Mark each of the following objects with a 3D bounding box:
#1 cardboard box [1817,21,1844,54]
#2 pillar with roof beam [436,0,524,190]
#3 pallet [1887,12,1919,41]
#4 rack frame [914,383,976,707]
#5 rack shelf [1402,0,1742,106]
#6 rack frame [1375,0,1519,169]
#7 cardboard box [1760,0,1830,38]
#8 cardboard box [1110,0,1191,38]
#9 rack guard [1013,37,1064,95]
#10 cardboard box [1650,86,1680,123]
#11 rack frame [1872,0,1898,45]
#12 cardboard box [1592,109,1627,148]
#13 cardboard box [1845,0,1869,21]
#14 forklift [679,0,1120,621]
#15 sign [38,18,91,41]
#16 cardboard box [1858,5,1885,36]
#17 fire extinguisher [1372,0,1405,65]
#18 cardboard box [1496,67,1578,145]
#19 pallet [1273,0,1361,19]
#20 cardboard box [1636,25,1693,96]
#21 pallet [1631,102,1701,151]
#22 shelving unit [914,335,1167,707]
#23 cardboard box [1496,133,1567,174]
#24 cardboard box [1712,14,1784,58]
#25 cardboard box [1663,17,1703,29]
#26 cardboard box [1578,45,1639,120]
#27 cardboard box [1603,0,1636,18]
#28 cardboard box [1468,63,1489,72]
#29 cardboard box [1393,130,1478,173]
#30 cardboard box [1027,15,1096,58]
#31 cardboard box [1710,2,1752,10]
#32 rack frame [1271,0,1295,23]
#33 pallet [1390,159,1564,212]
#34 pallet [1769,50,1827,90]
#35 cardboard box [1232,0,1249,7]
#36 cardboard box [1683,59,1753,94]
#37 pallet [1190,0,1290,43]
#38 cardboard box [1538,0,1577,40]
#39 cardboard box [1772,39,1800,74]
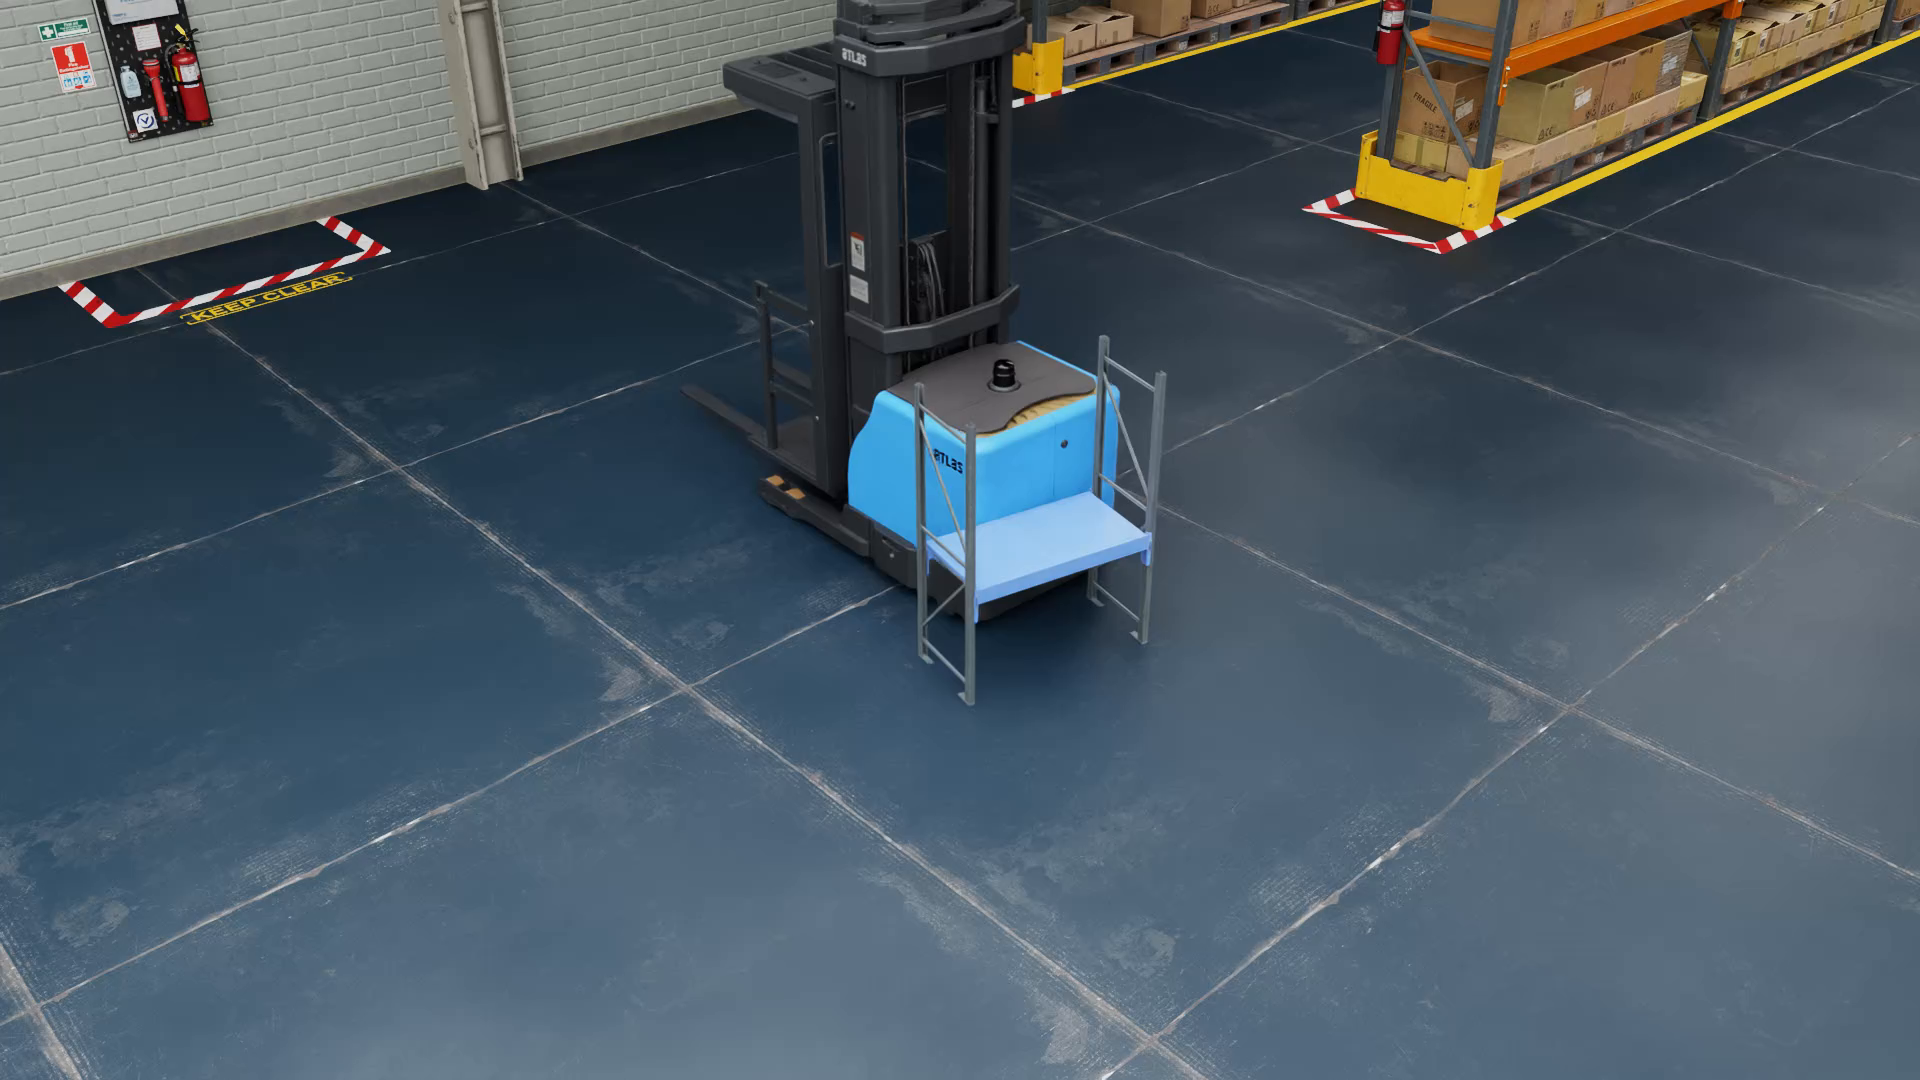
[{"bbox_3d":[8.739,-5.234,17.168,0.500,0.250,0.500,-25,39,-34],"label":"cardboard box"},{"bbox_3d":[-1.079,-5.289,9.274,0.400,9.000,9.100,-26,40,-35],"label":"pillar with roof beam"},{"bbox_3d":[10.278,-5.930,18.746,1.213,0.211,1.003,-26,40,-35],"label":"pallet"},{"bbox_3d":[-0.069,0.042,7.744,0.032,1.500,0.500,-17,35,-26],"label":"rack frame"},{"bbox_3d":[5.305,-4.434,14.316,4.000,0.370,1.077,-26,40,-35],"label":"rack shelf"},{"bbox_3d":[3.839,-4.032,12.968,0.127,3.000,1.000,-26,40,-35],"label":"rack frame"},{"bbox_3d":[8.371,-5.293,16.727,0.500,0.311,0.500,-25,39,-34],"label":"cardboard box"},{"bbox_3d":[2.027,-5.701,17.673,0.700,0.500,0.500,26,40,36],"label":"cardboard box"},{"bbox_3d":[0.524,-4.886,16.761,0.348,0.500,1.175,-26,40,-35],"label":"rack guard"},{"bbox_3d":[6.207,-4.035,15.207,0.500,0.250,0.500,-26,40,-35],"label":"cardboard box"},{"bbox_3d":[9.705,-6.870,17.609,0.127,3.000,1.000,-26,40,-35],"label":"rack frame"},{"bbox_3d":[5.484,-3.675,14.617,0.500,0.250,0.500,-26,40,-35],"label":"cardboard box"},{"bbox_3d":[9.112,-5.648,17.307,0.500,0.311,0.500,-27,40,-36],"label":"cardboard box"},{"bbox_3d":[-0.511,-1.531,8.945,1.130,2.935,3.031,-24,39,-34],"label":"forklift"},{"bbox_3d":[-6.311,-3.598,11.716,0.331,0.109,0.001,-26,40,-35],"label":"sign"},{"bbox_3d":[9.485,-5.596,17.759,0.500,0.250,0.500,-25,39,-34],"label":"cardboard box"},{"bbox_3d":[3.436,-4.135,13.211,0.183,0.674,0.296,-26,40,-35],"label":"fire extinguisher"},{"bbox_3d":[4.749,-3.641,13.844,0.500,0.500,0.500,-26,40,-35],"label":"cardboard box"},{"bbox_3d":[3.971,-6.432,19.566,1.213,0.211,1.003,-26,40,-35],"label":"pallet"},{"bbox_3d":[6.206,-4.356,15.012,0.500,0.500,0.500,-26,40,-35],"label":"cardboard box"},{"bbox_3d":[6.160,-3.995,15.581,1.213,0.211,1.003,-26,40,-35],"label":"pallet"},{"bbox_3d":[0.369,-0.093,7.964,1.048,1.500,0.538,-17,35,-26],"label":"shelving unit"},{"bbox_3d":[4.748,-3.322,14.040,0.500,0.250,0.500,-26,40,-35],"label":"cardboard box"},{"bbox_3d":[7.615,-4.923,16.121,0.500,0.311,0.500,-26,40,-36],"label":"cardboard box"},{"bbox_3d":[6.874,-4.949,16.164,0.500,0.311,0.500,-26,40,-35],"label":"cardboard box"},{"bbox_3d":[5.485,-3.994,14.421,0.500,0.500,0.500,-26,40,-35],"label":"cardboard box"},{"bbox_3d":[5.323,-4.786,14.105,0.500,0.500,0.700,-24,39,-34],"label":"cardboard box"},{"bbox_3d":[4.753,-4.022,14.467,0.500,0.500,0.500,-26,40,-35],"label":"cardboard box"},{"bbox_3d":[4.031,-3.341,14.072,0.500,0.250,0.500,-26,40,-35],"label":"cardboard box"},{"bbox_3d":[1.037,-5.177,16.997,0.500,0.311,0.500,24,39,34],"label":"cardboard box"},{"bbox_3d":[7.619,-5.313,16.758,0.500,0.311,0.500,-26,40,-36],"label":"cardboard box"},{"bbox_3d":[3.401,-7.344,18.386,0.127,3.000,1.000,-26,40,-35],"label":"rack frame"},{"bbox_3d":[4.371,-3.130,14.166,1.213,0.211,1.003,-26,40,-35],"label":"pallet"},{"bbox_3d":[8.181,-4.972,17.179,1.213,0.211,1.003,-26,40,-35],"label":"pallet"},{"bbox_3d":[3.029,-6.122,18.681,0.380,0.166,0.250,23,38,33],"label":"cardboard box"},{"bbox_3d":[7.236,-4.505,15.975,0.500,0.250,0.500,-27,40,-37],"label":"cardboard box"},{"bbox_3d":[2.933,-5.903,18.701,1.213,0.211,1.003,-26,40,-35],"label":"pallet"},{"bbox_3d":[4.572,-4.423,13.513,0.500,0.500,0.700,-25,39,-34],"label":"cardboard box"},{"bbox_3d":[7.990,-4.871,16.573,0.500,0.250,0.500,-27,41,-37],"label":"cardboard box"}]
